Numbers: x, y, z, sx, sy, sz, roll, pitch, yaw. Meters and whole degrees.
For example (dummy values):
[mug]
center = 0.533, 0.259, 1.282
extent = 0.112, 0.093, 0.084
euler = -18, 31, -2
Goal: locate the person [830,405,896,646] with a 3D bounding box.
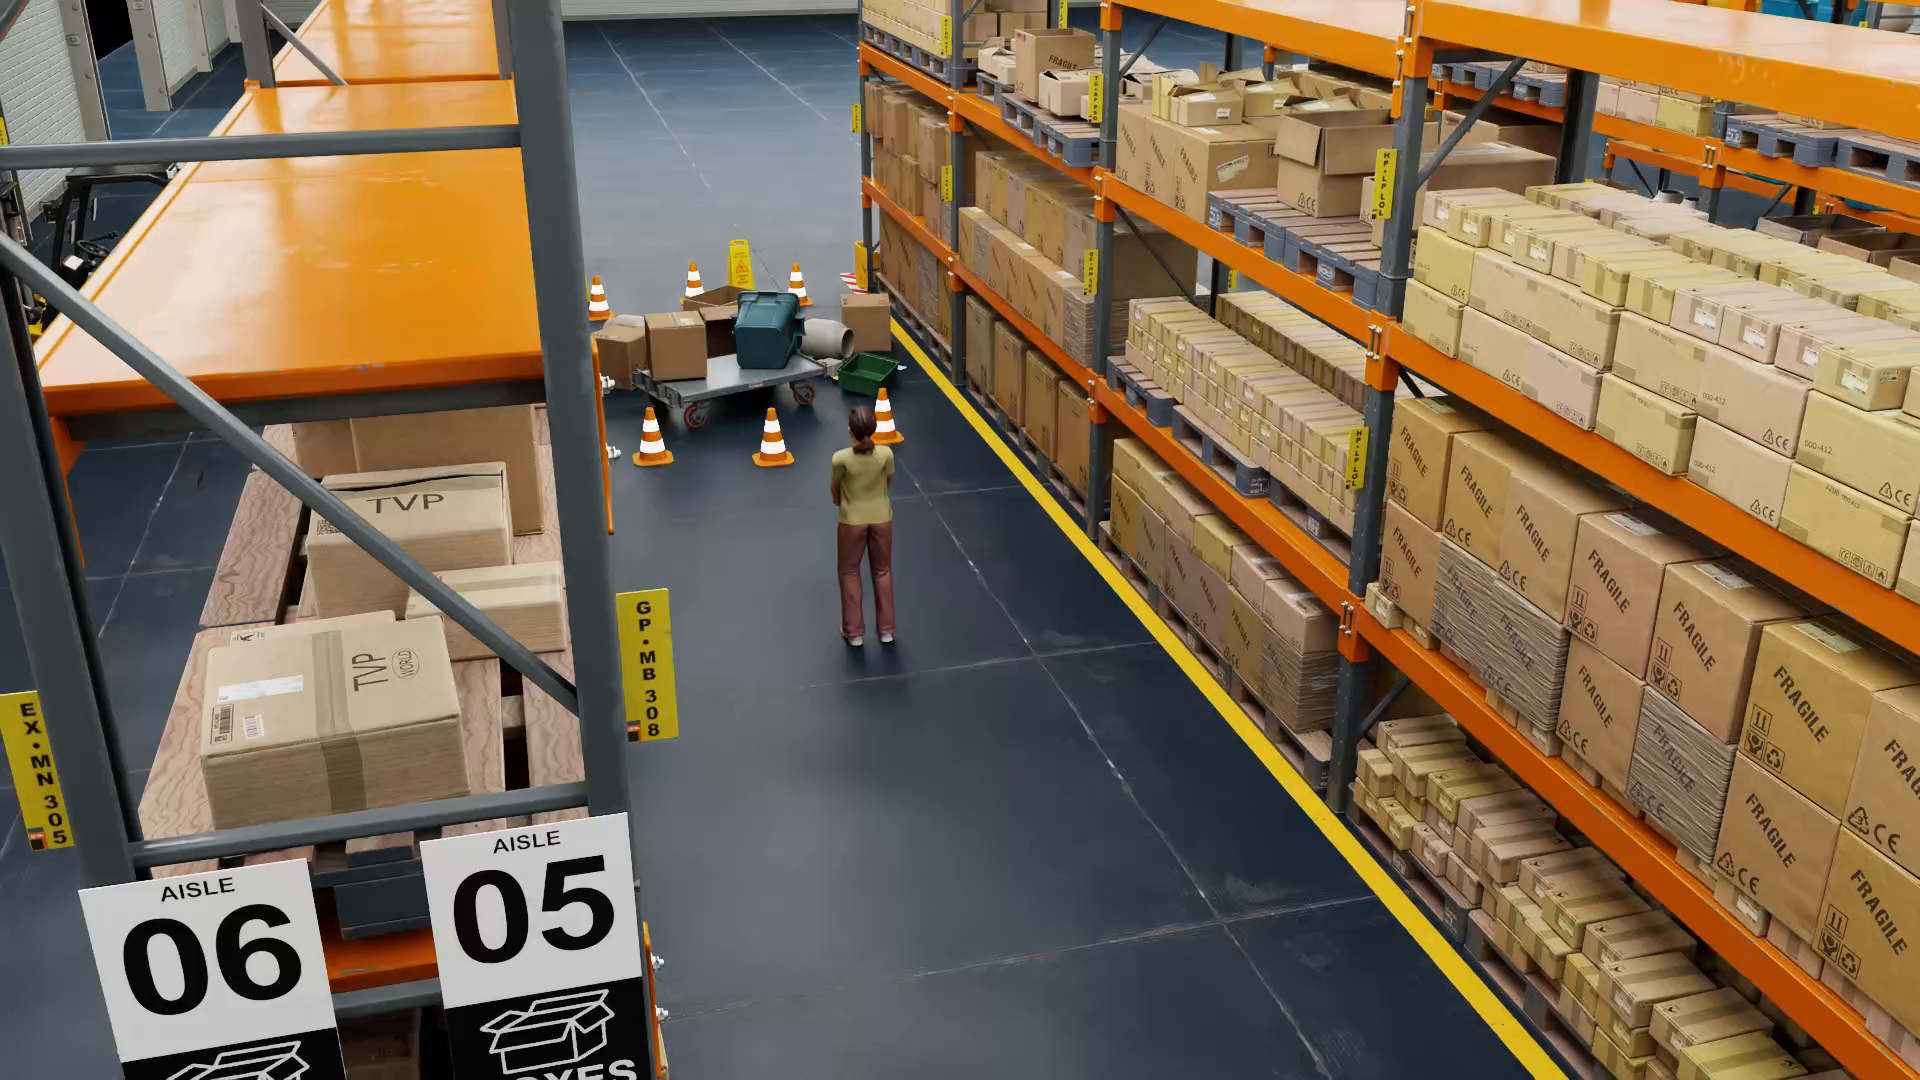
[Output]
[person]
center = -0.643, -0.128, 10.913
extent = 0.426, 1.662, 0.554
euler = -6, 24, -14
